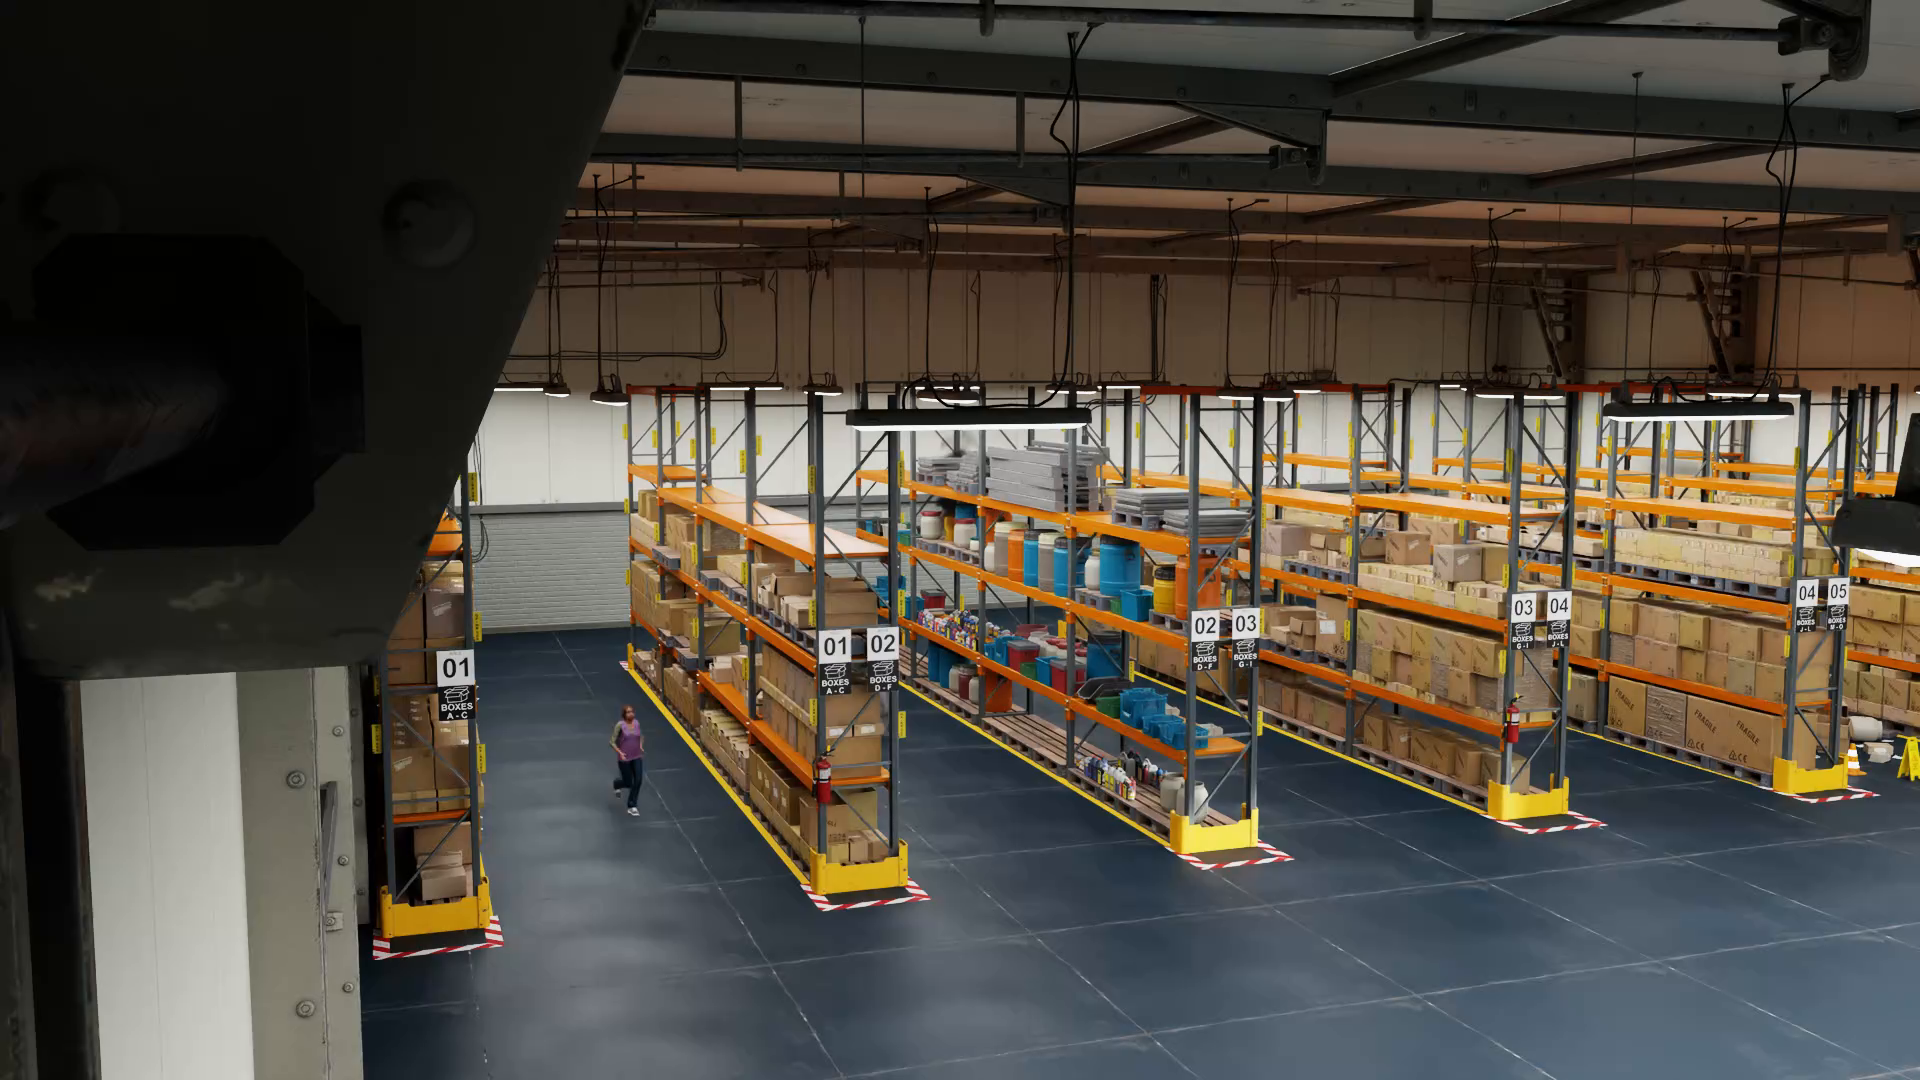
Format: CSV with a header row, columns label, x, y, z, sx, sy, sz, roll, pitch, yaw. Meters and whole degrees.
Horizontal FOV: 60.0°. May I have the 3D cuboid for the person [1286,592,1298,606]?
label,x,y,z,sx,sy,sz,roll,pitch,yaw
person,8.395,1.143,42.132,0.705,1.732,0.630,-5,8,-39

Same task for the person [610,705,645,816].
label,x,y,z,sx,sy,sz,roll,pitch,yaw
person,-4.731,3.115,23.721,0.536,1.565,0.651,-4,7,-37

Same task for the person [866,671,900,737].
label,x,y,z,sx,sy,sz,roll,pitch,yaw
person,-1.277,2.562,28.639,0.580,1.655,0.557,-4,7,-31
